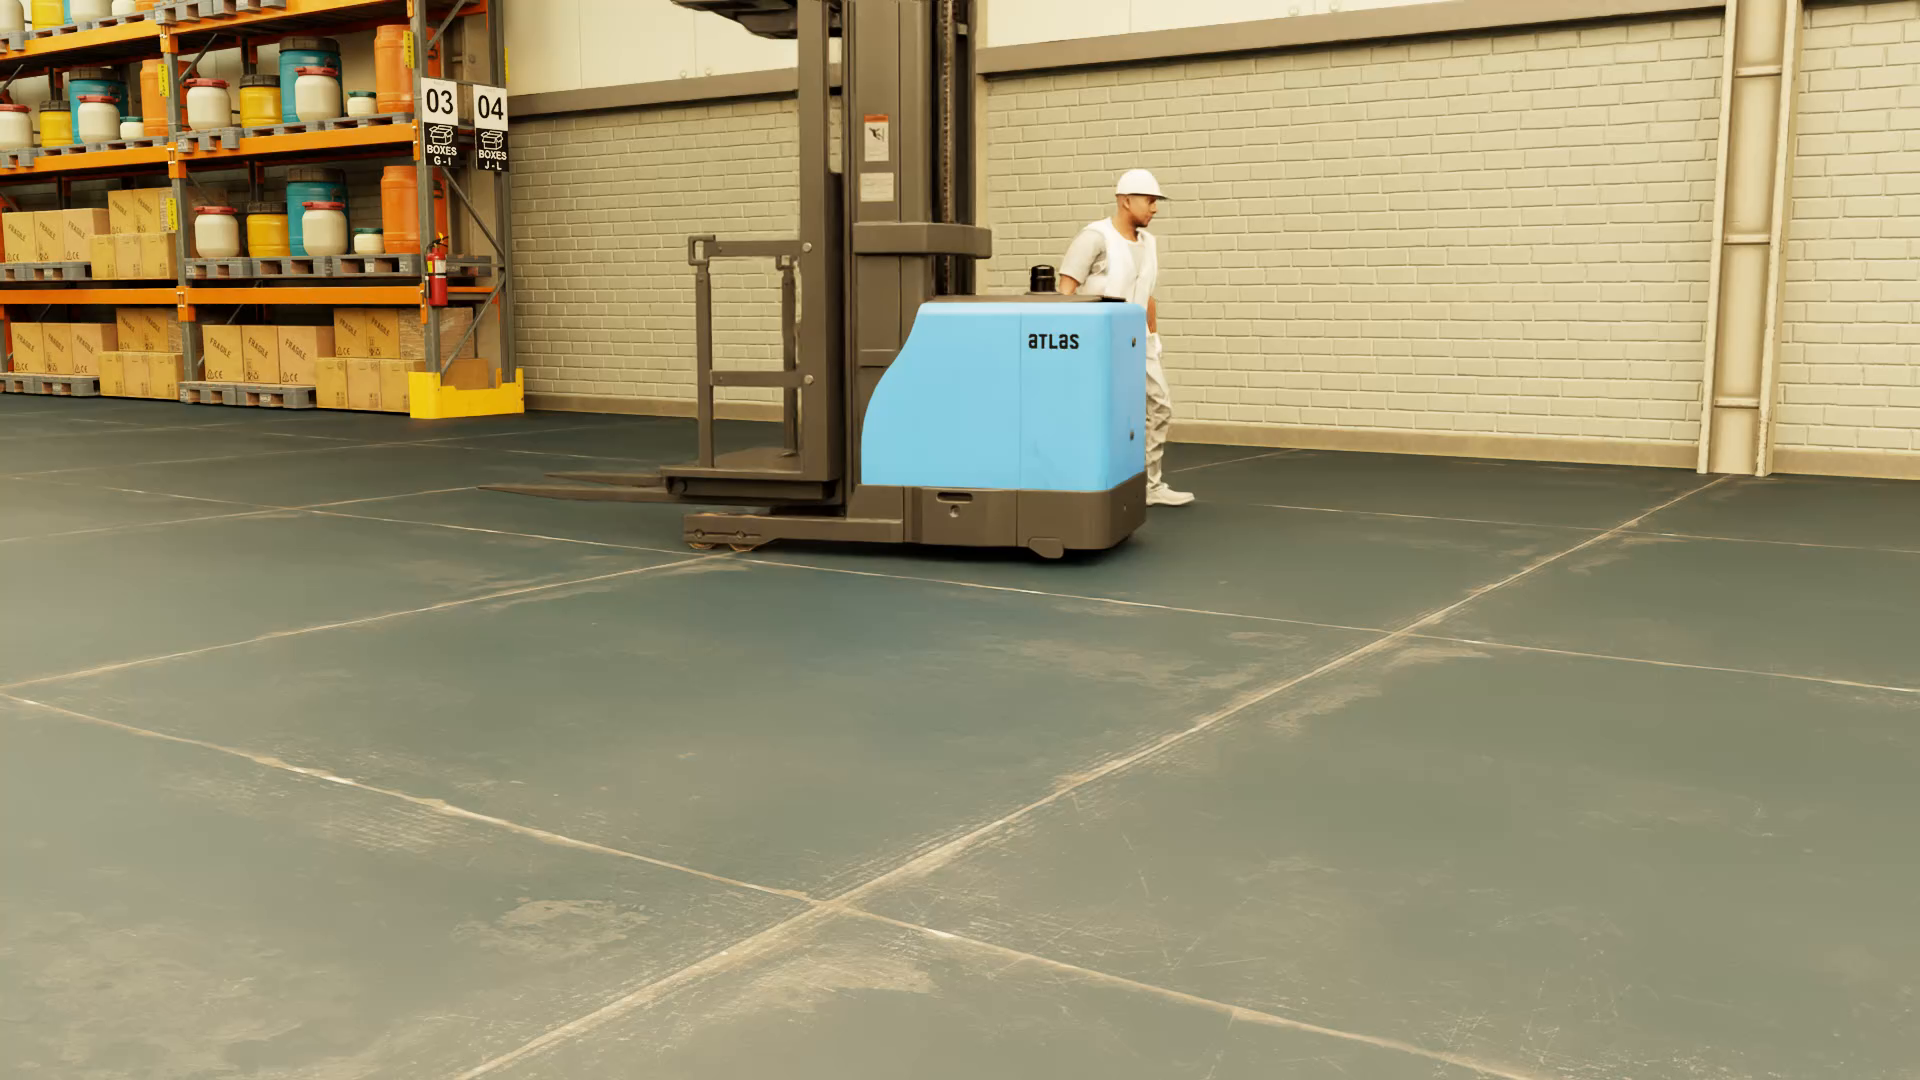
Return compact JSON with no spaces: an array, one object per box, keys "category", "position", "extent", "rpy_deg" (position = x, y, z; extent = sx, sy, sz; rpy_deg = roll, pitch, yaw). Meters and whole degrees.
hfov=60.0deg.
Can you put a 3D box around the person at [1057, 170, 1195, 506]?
[{"category":"person","position":[0.839,-1.016,8.575],"extent":[0.877,1.746,0.440],"rpy_deg":[-8,11,-44]}]

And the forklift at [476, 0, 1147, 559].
[{"category":"forklift","position":[-0.714,-1.465,7.497],"extent":[3.031,2.935,1.130],"rpy_deg":[2,8,16]}]
